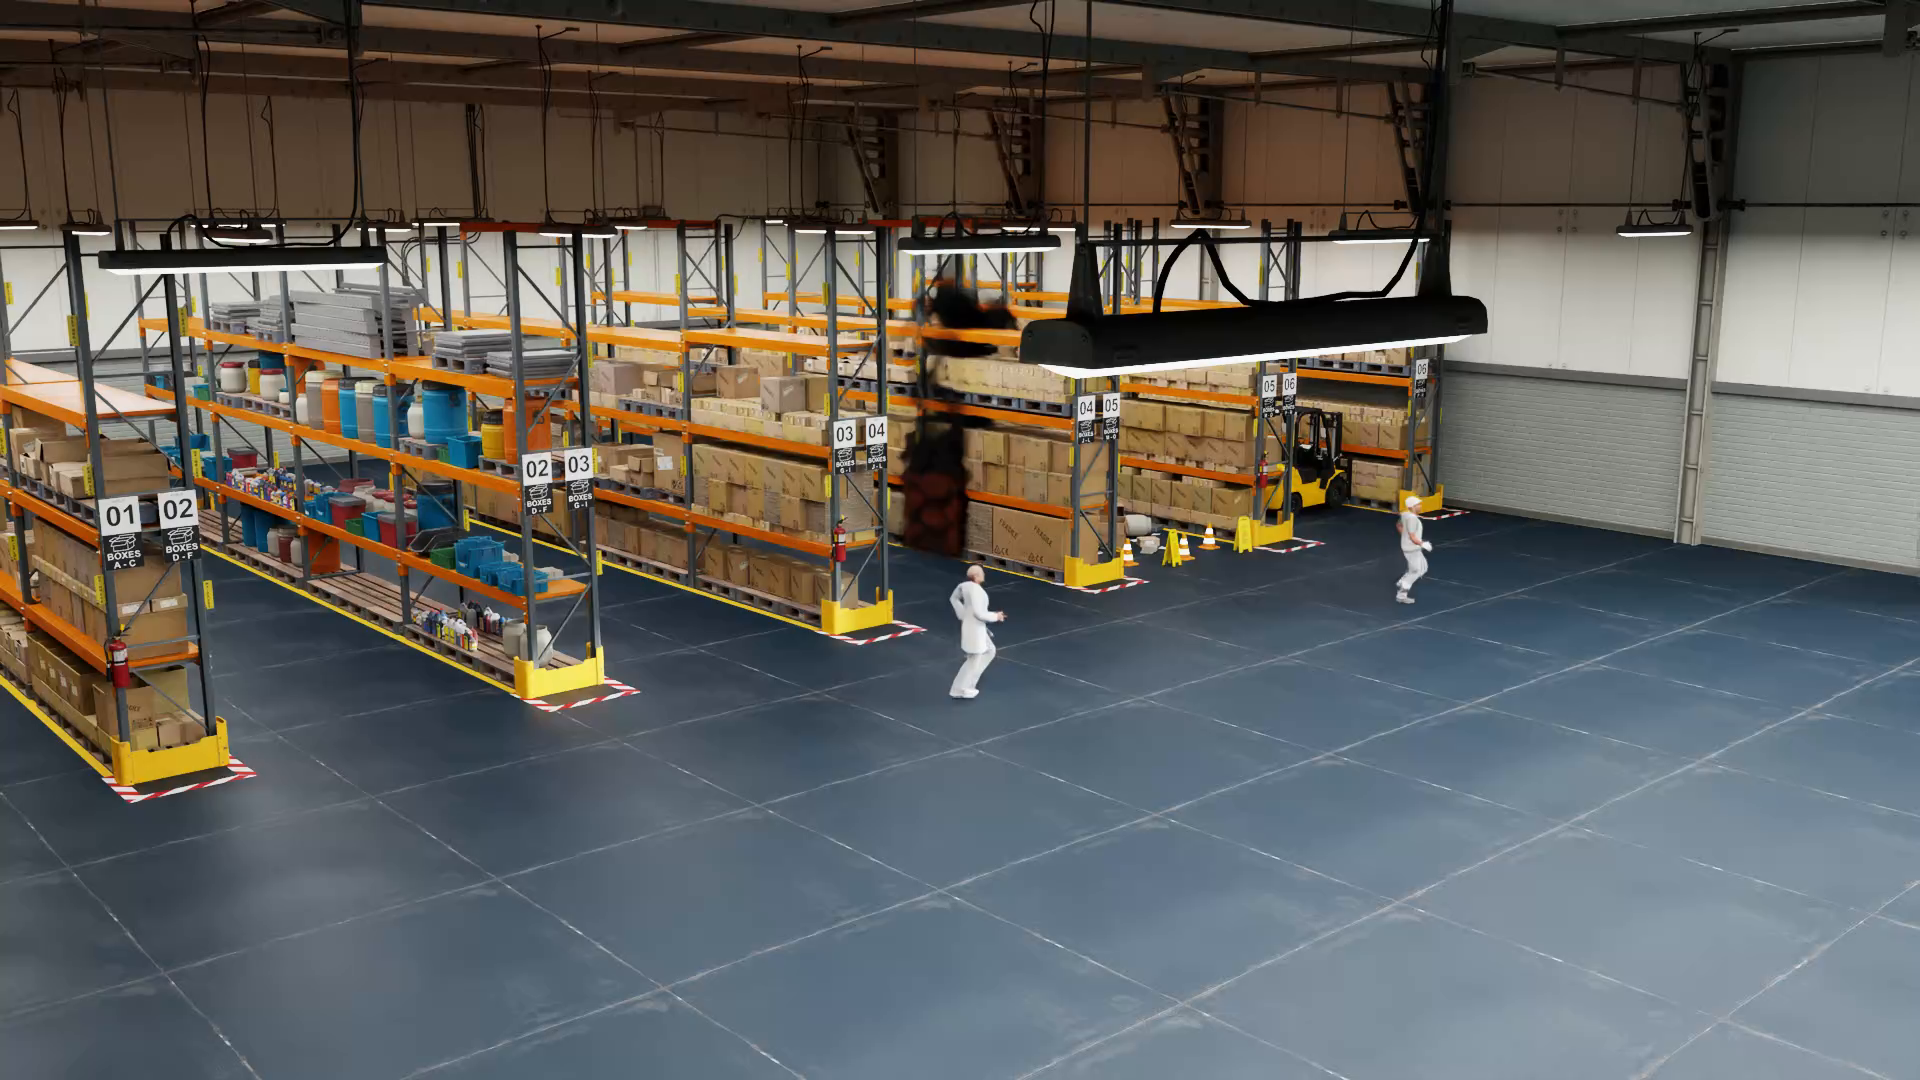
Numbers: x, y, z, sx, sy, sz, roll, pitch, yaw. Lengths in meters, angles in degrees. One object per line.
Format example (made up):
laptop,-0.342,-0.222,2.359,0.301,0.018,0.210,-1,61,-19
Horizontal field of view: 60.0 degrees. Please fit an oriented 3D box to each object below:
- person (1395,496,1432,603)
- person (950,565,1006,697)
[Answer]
person,7.300,0.148,26.726,0.518,1.742,0.669,1,11,5
person,0.225,1.200,21.527,0.731,1.789,0.709,-2,12,-8
